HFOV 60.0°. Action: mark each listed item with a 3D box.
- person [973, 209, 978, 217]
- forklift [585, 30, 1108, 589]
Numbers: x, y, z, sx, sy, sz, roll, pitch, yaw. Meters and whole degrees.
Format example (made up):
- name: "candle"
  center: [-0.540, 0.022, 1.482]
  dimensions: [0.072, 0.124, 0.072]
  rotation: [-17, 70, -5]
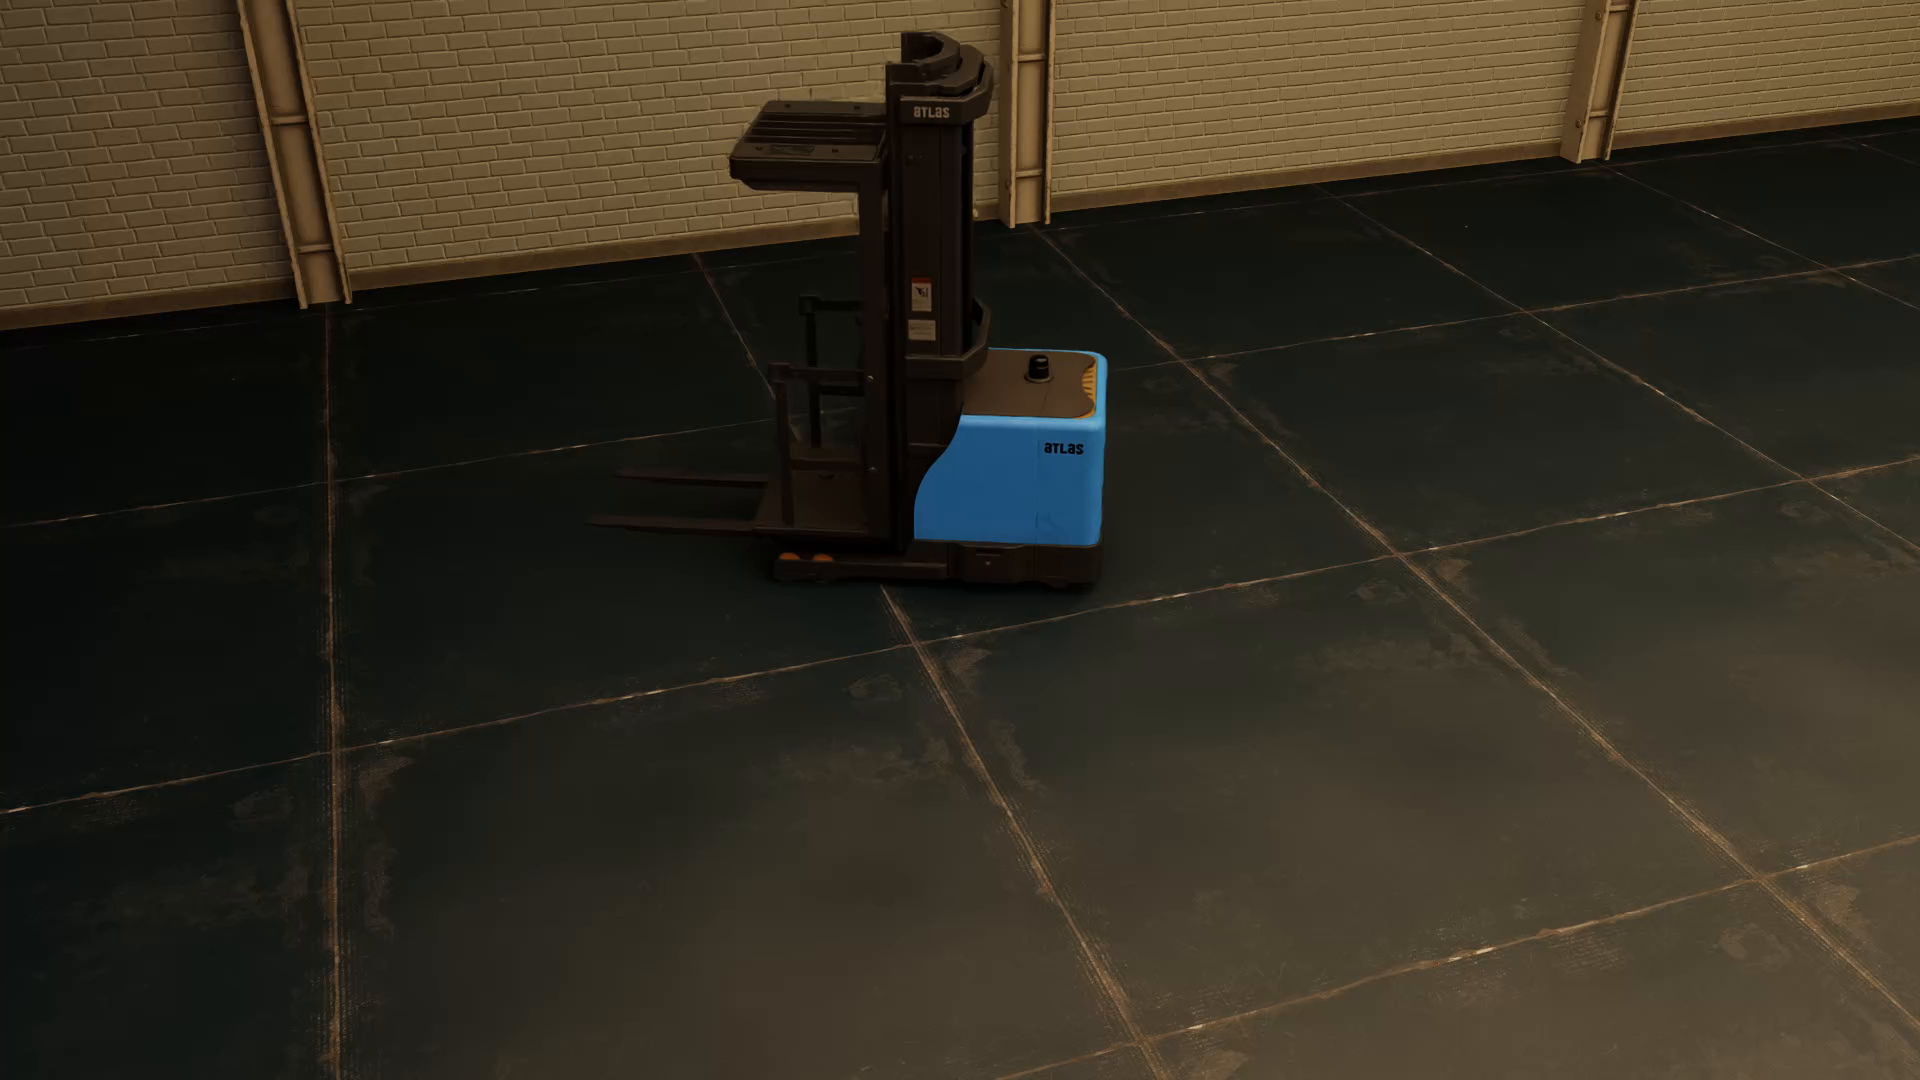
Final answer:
- name: "person"
  center: [-0.114, -1.482, 10.898]
  dimensions: [0.470, 1.635, 0.809]
  rotation: [-3, 30, -5]
- name: "forklift"
  center: [-0.668, -1.280, 9.312]
  dimensions: [3.031, 2.935, 1.130]
  rotation: [2, 30, 4]
